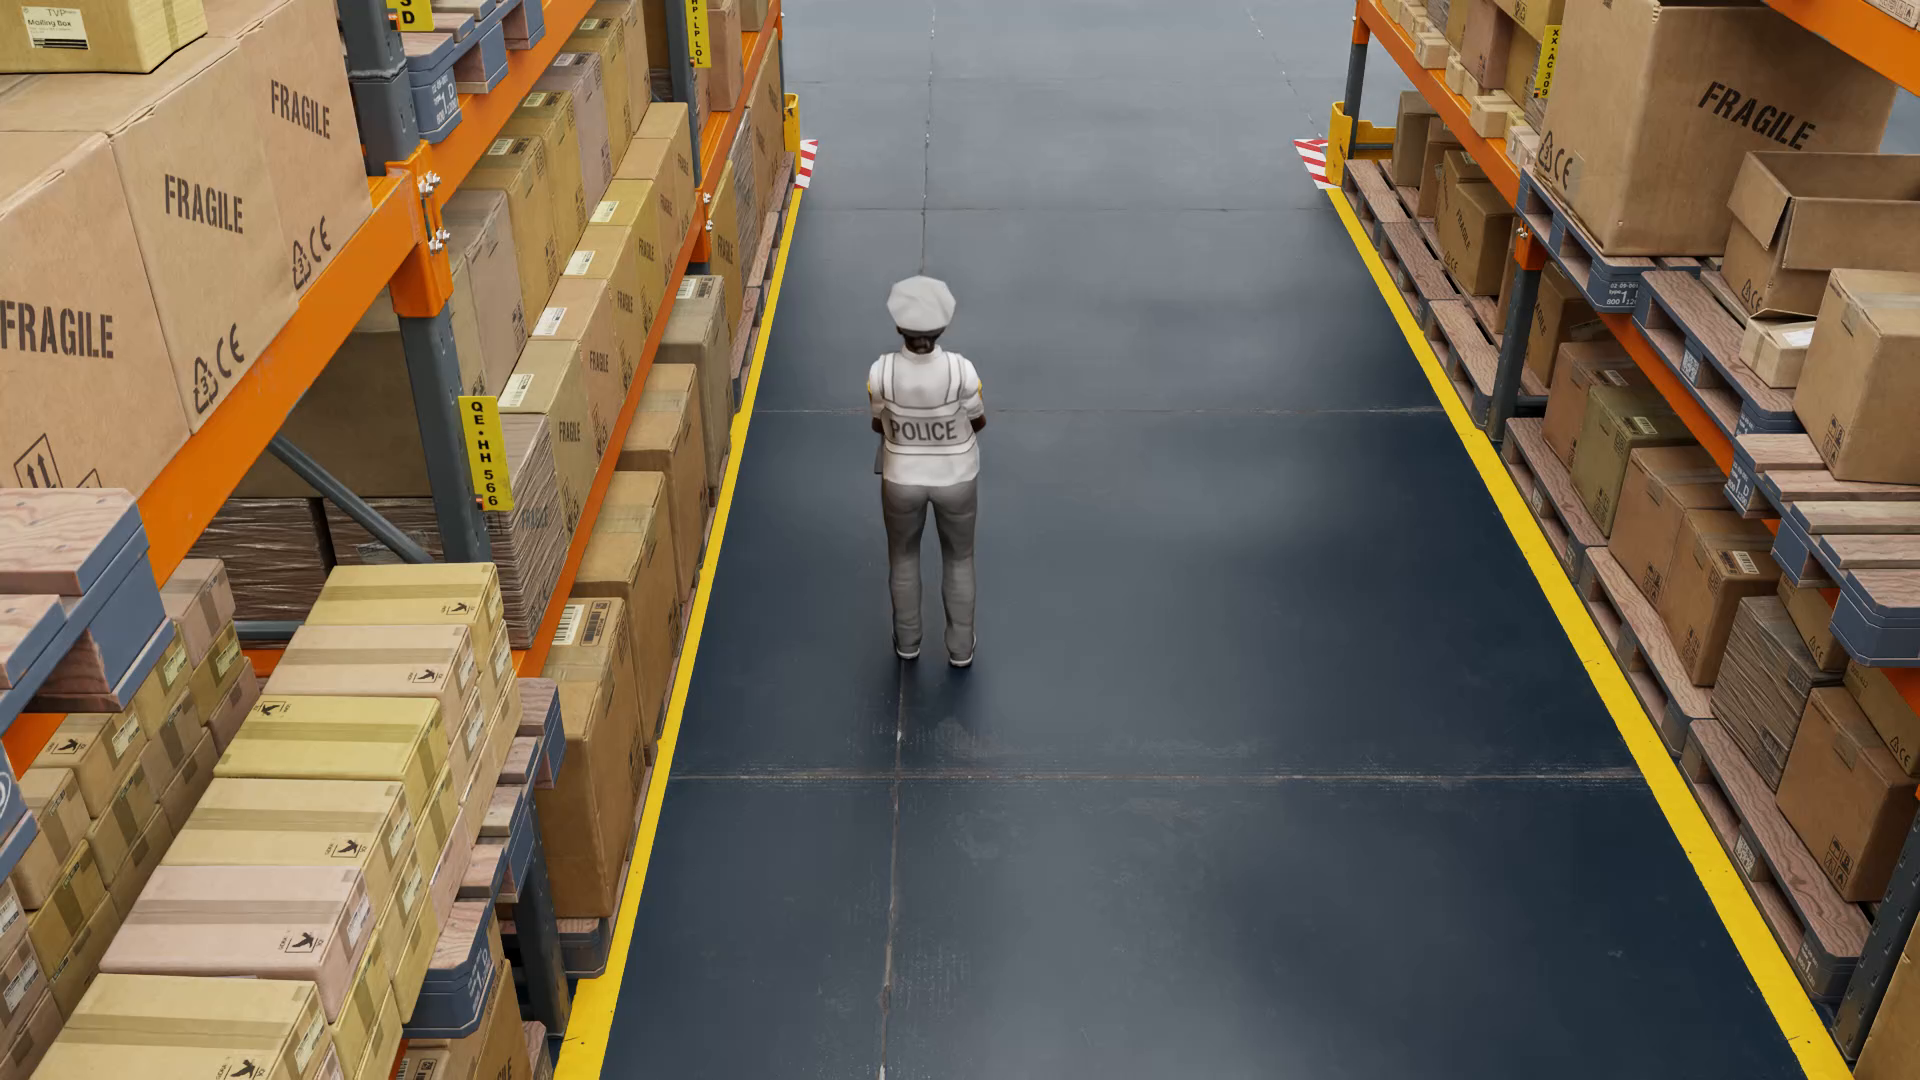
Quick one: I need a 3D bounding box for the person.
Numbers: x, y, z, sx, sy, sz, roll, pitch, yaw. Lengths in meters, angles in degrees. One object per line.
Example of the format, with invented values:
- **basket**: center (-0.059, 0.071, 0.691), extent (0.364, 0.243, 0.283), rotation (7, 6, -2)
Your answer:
- **person**: center (-0.122, -0.279, 6.564), extent (0.451, 1.687, 0.531), rotation (0, 32, 1)
